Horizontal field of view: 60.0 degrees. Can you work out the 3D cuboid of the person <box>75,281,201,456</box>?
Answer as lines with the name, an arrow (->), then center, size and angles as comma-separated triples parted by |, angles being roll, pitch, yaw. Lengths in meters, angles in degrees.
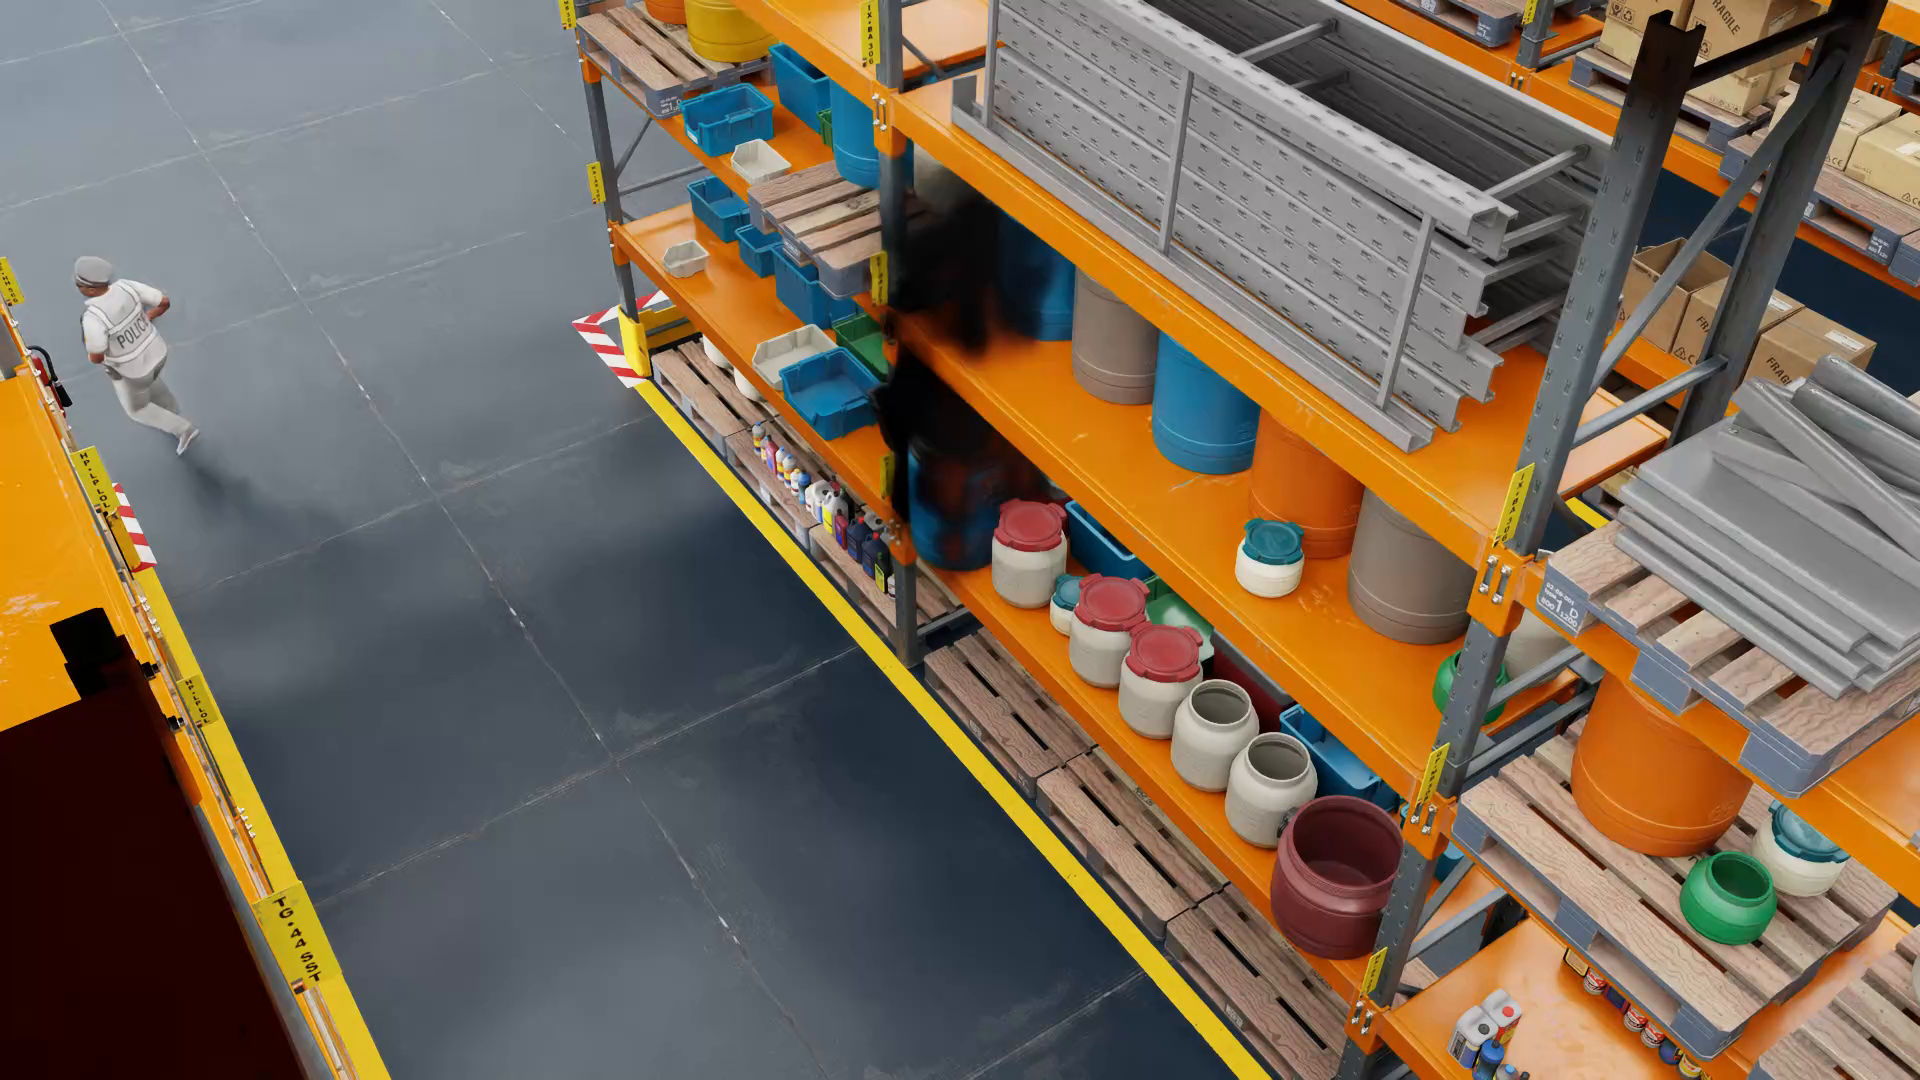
person -> -5.923, -1.269, 11.948 | 0.794, 1.685, 0.694 | 14, 44, 15
